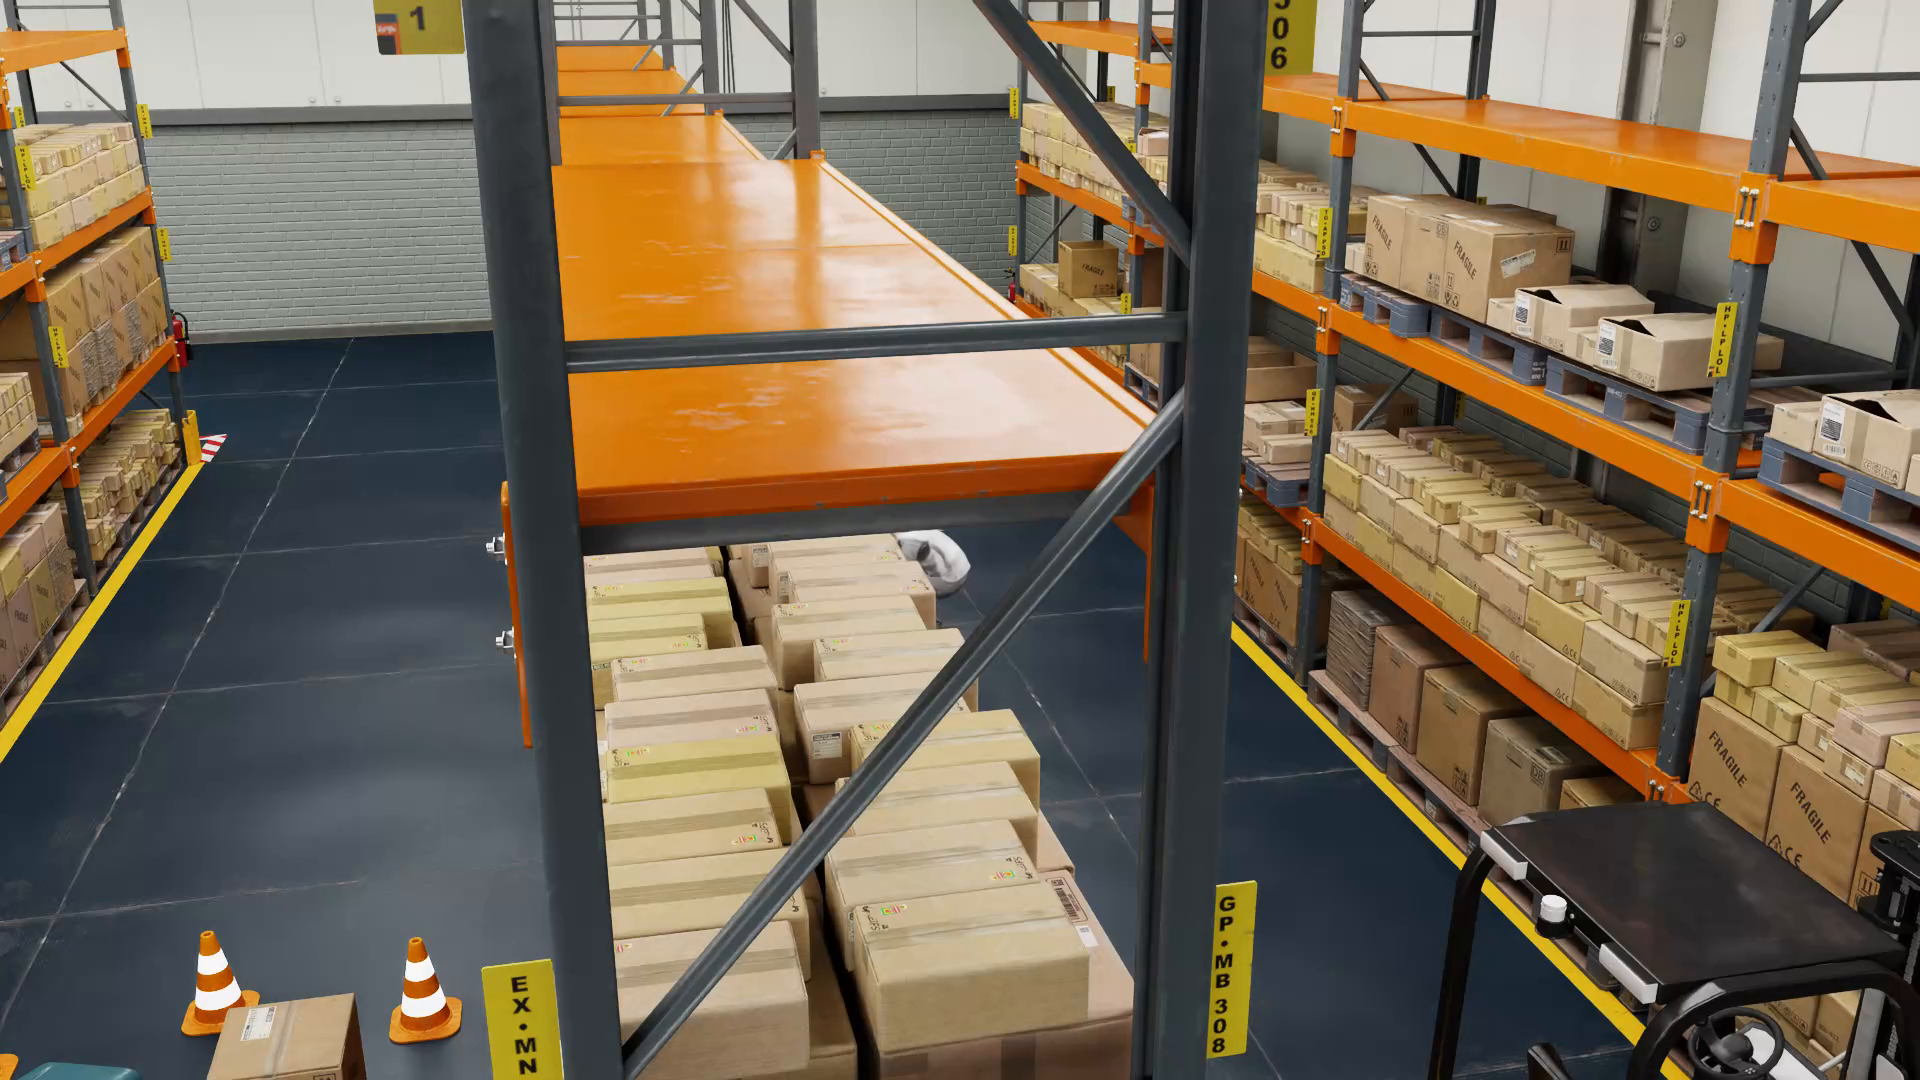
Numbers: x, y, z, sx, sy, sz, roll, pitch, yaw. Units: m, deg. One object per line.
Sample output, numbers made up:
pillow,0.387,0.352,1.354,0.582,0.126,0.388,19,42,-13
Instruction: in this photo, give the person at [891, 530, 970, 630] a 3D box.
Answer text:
person,-0.361,0.284,12.516,0.876,1.126,0.558,-5,20,-13
